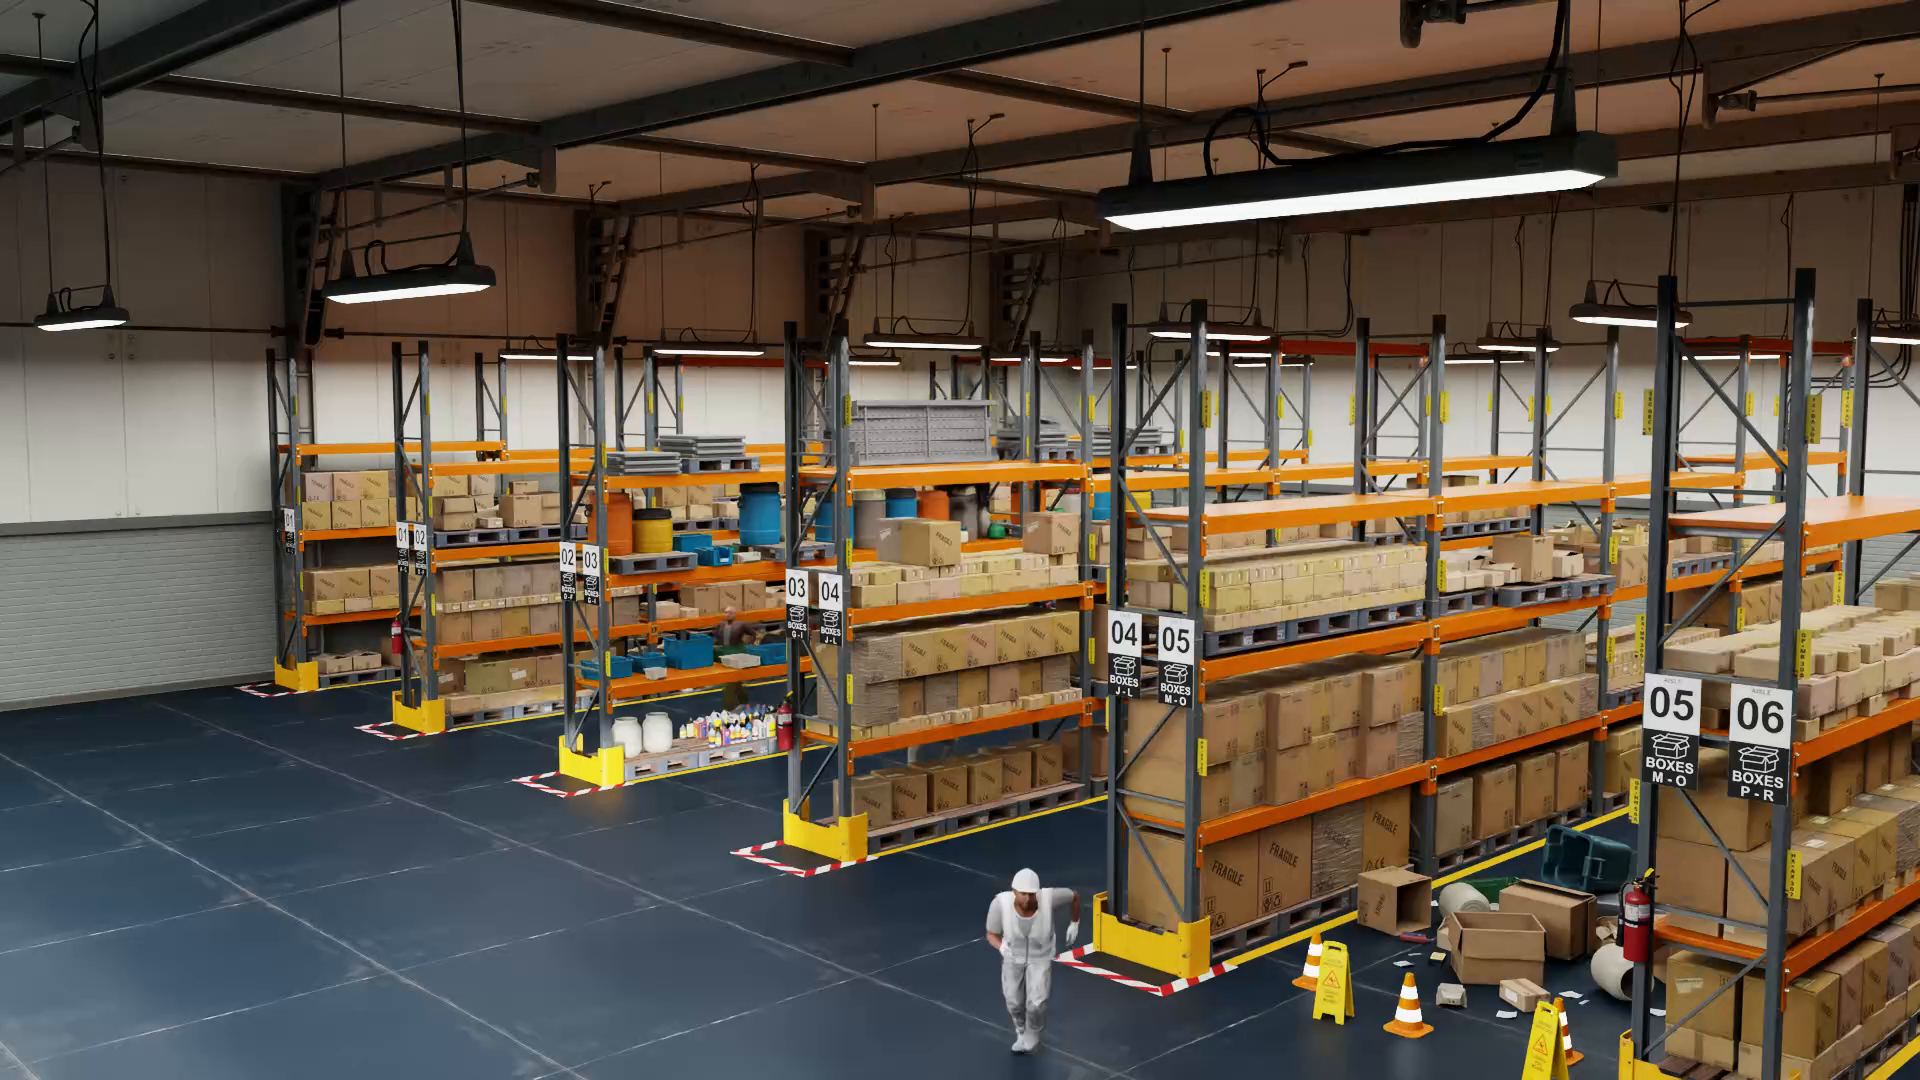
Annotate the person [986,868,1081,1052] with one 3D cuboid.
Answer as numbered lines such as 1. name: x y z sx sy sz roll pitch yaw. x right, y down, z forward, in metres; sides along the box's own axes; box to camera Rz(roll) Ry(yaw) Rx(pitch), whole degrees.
1. person: 0.564 3.250 12.783 0.721 1.603 0.917 0 5 4

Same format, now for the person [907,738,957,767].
1. person: -0.451 2.378 22.919 0.987 1.684 0.575 -5 7 -45

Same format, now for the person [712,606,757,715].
1. person: -3.681 1.974 26.796 0.668 1.855 0.861 3 6 30
